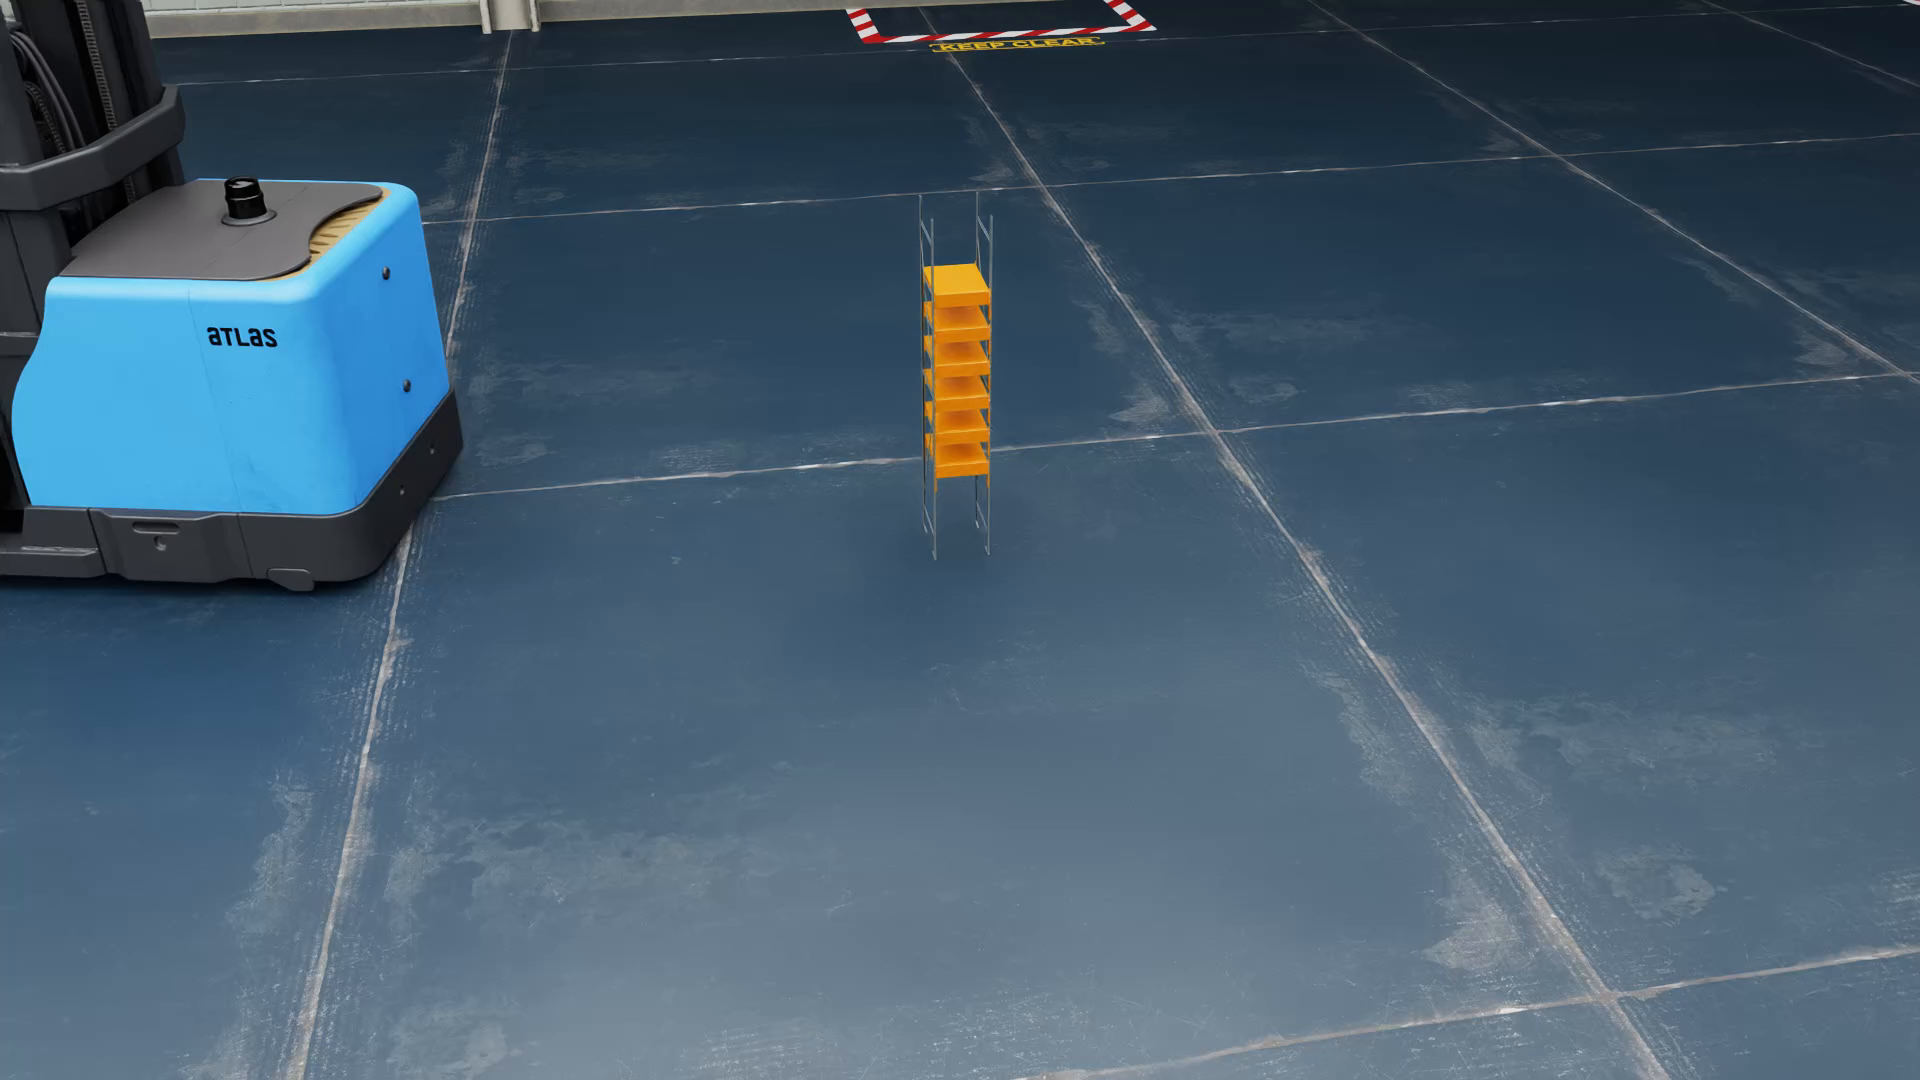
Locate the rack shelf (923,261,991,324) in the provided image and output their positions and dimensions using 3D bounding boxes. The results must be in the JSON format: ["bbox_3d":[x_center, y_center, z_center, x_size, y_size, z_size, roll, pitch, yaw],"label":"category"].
[{"bbox_3d":[-0.014,-0.788,5.284,0.180,0.103,0.258,-5,31,-9],"label":"rack shelf"}]

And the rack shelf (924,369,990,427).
[{"bbox_3d":[-0.014,-0.478,5.466,0.180,0.103,0.258,-5,31,-9],"label":"rack shelf"}]

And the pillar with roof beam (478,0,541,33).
[{"bbox_3d":[-2.478,-5.462,6.161,0.400,9.000,9.100,-5,31,-9],"label":"pillar with roof beam"}]

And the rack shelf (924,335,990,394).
[{"bbox_3d":[-0.014,-0.581,5.405,0.180,0.103,0.258,-5,31,-9],"label":"rack shelf"}]

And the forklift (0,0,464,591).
[{"bbox_3d":[-3.389,-1.380,5.205,3.031,2.935,1.130,2,31,3],"label":"forklift"}]

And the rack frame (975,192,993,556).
[{"bbox_3d":[0.076,-0.524,5.458,0.006,1.200,0.240,-5,31,-9],"label":"rack frame"}]

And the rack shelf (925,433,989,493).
[{"bbox_3d":[-0.014,-0.271,5.588,0.180,0.103,0.258,-5,31,-9],"label":"rack shelf"}]

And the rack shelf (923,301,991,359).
[{"bbox_3d":[-0.014,-0.684,5.344,0.180,0.103,0.258,-5,31,-9],"label":"rack shelf"}]

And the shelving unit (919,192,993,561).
[{"bbox_3d":[-0.014,-0.516,5.444,0.189,1.200,0.258,-5,31,-9],"label":"shelving unit"}]

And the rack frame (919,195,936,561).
[{"bbox_3d":[-0.104,-0.508,5.429,0.006,1.200,0.240,-5,31,-9],"label":"rack frame"}]

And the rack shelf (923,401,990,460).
[{"bbox_3d":[-0.014,-0.374,5.527,0.180,0.103,0.258,-5,31,-9],"label":"rack shelf"}]
